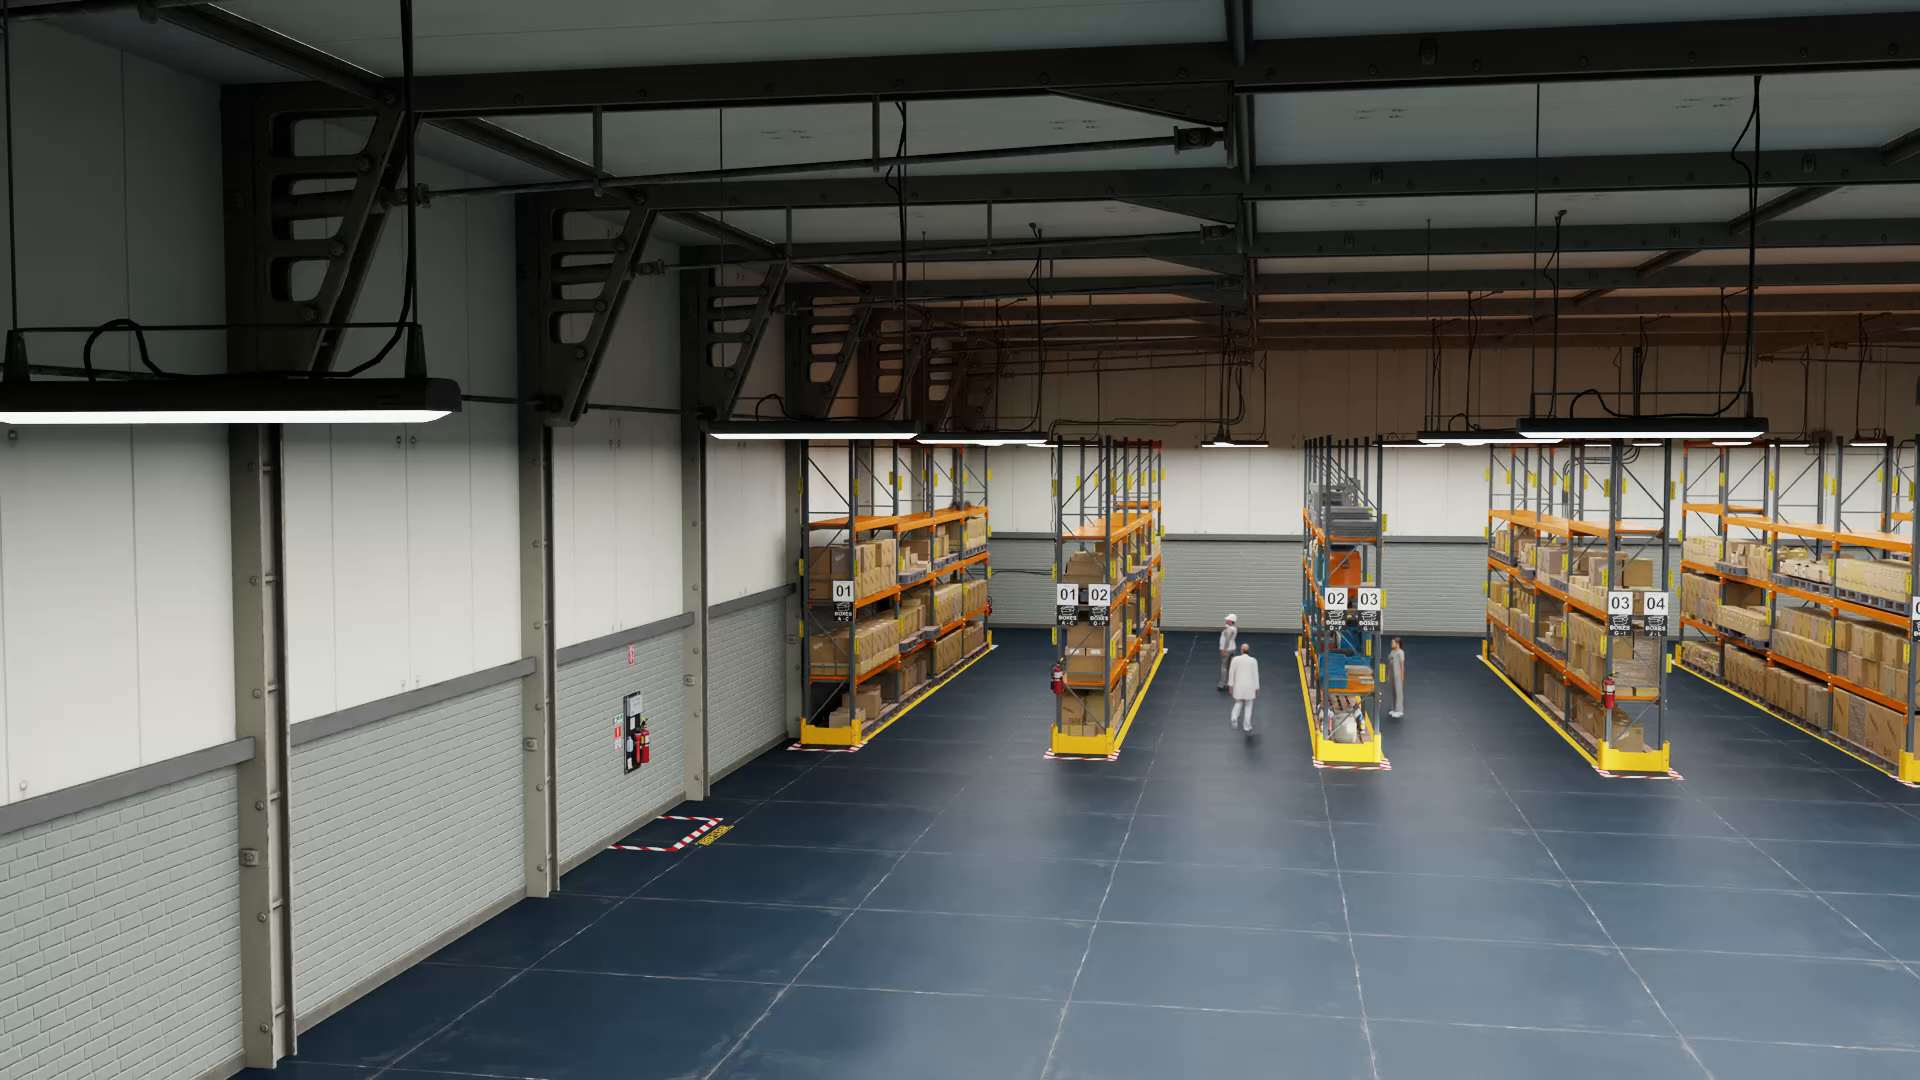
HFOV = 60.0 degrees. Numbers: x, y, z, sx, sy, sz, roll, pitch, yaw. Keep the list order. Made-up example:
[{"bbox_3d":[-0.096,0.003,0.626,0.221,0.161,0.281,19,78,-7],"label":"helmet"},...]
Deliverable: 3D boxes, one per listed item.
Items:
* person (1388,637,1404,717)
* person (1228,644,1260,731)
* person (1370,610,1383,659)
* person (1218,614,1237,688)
[{"bbox_3d":[9.405,2.948,35.902,0.446,1.684,0.562,-1,3,-15],"label":"person"},{"bbox_3d":[5.757,3.008,33.815,0.608,1.747,0.718,2,4,34],"label":"person"},{"bbox_3d":[11.333,2.421,45.479,0.499,1.696,0.403,2,4,29],"label":"person"},{"bbox_3d":[6.468,2.675,40.170,0.442,1.782,0.545,3,4,39],"label":"person"}]
